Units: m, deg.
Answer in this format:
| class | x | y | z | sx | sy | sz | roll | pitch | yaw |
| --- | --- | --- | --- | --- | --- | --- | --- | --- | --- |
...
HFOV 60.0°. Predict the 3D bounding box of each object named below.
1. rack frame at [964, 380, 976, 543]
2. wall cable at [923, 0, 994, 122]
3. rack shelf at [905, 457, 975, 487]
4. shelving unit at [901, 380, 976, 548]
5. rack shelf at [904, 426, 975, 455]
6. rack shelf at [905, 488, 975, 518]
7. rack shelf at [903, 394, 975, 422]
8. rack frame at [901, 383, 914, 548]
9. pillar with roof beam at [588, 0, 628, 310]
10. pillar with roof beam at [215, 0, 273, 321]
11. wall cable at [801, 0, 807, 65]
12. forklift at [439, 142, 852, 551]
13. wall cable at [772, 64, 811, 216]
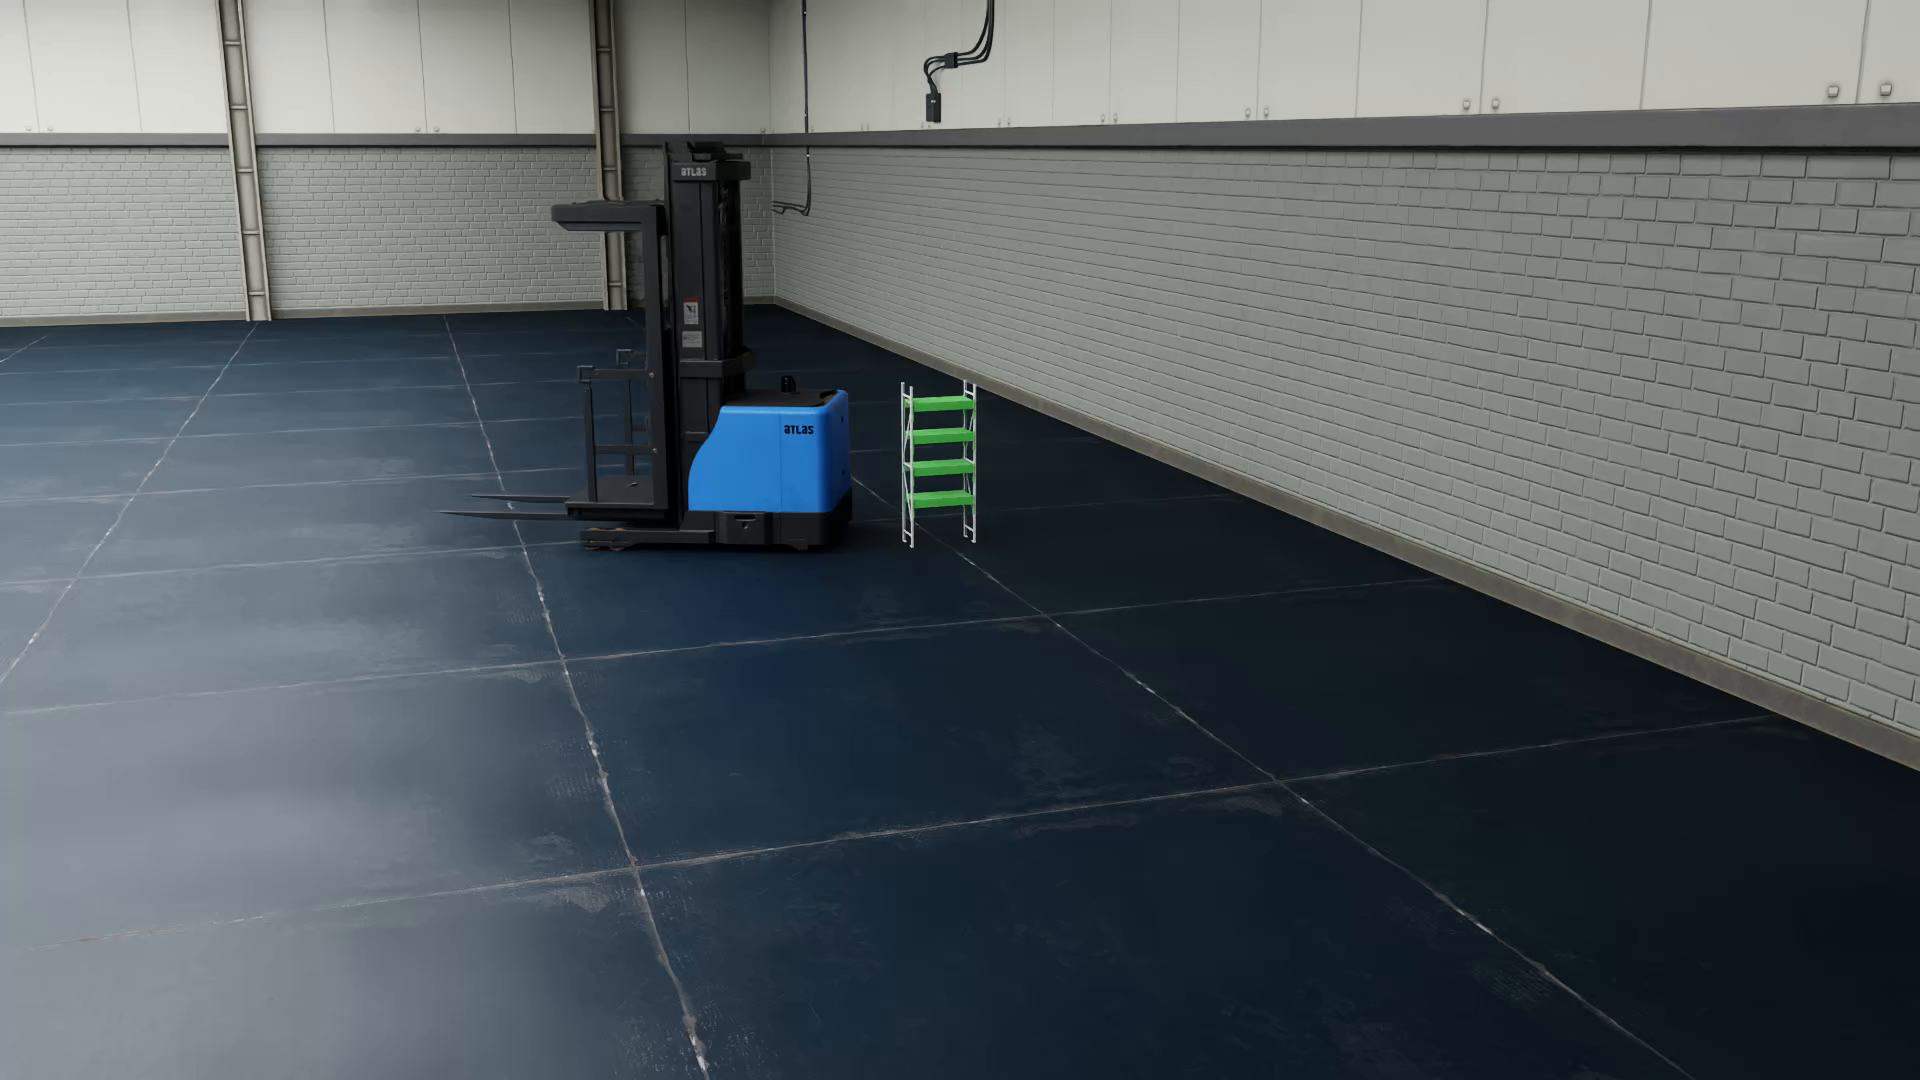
| class | x | y | z | sx | sy | sz | roll | pitch | yaw |
| --- | --- | --- | --- | --- | --- | --- | --- | --- | --- |
| rack frame | 0.074 | -0.590 | 12.475 | 0.015 | 1.200 | 0.240 | -4 | 14 | -18 |
| wall cable | -0.037 | -8.074 | 19.740 | 0.169 | 6.003 | 2.305 | -4 | 14 | -18 |
| rack shelf | -0.157 | -0.509 | 12.414 | 0.480 | 0.148 | 0.258 | -4 | 14 | -18 |
| shelving unit | -0.157 | -0.572 | 12.399 | 0.503 | 1.200 | 0.258 | -4 | 14 | -18 |
| rack shelf | -0.157 | -0.743 | 12.358 | 0.480 | 0.148 | 0.258 | -4 | 14 | -18 |
| rack shelf | -0.157 | -0.276 | 12.470 | 0.480 | 0.148 | 0.258 | -4 | 14 | -18 |
| rack shelf | -0.157 | -0.976 | 12.303 | 0.480 | 0.148 | 0.258 | -4 | 14 | -18 |
| rack frame | -0.388 | -0.553 | 12.323 | 0.015 | 1.200 | 0.240 | -4 | 14 | -18 |
| pillar with roof beam | -4.891 | -7.632 | 25.227 | 0.400 | 9.000 | 9.100 | -4 | 14 | -18 |
| pillar with roof beam | -10.578 | -7.189 | 23.366 | 0.400 | 9.000 | 9.100 | -4 | 14 | -18 |
| wall cable | -2.187 | -8.856 | 26.172 | 0.112 | 2.526 | 3.097 | -4 | 14 | -18 |
| forklift | -2.390 | -1.468 | 12.426 | 3.031 | 2.935 | 1.130 | 1 | 13 | 5 |
| wall cable | -3.050 | -6.993 | 29.251 | 0.112 | 2.526 | 3.097 | -4 | 14 | -18 |
